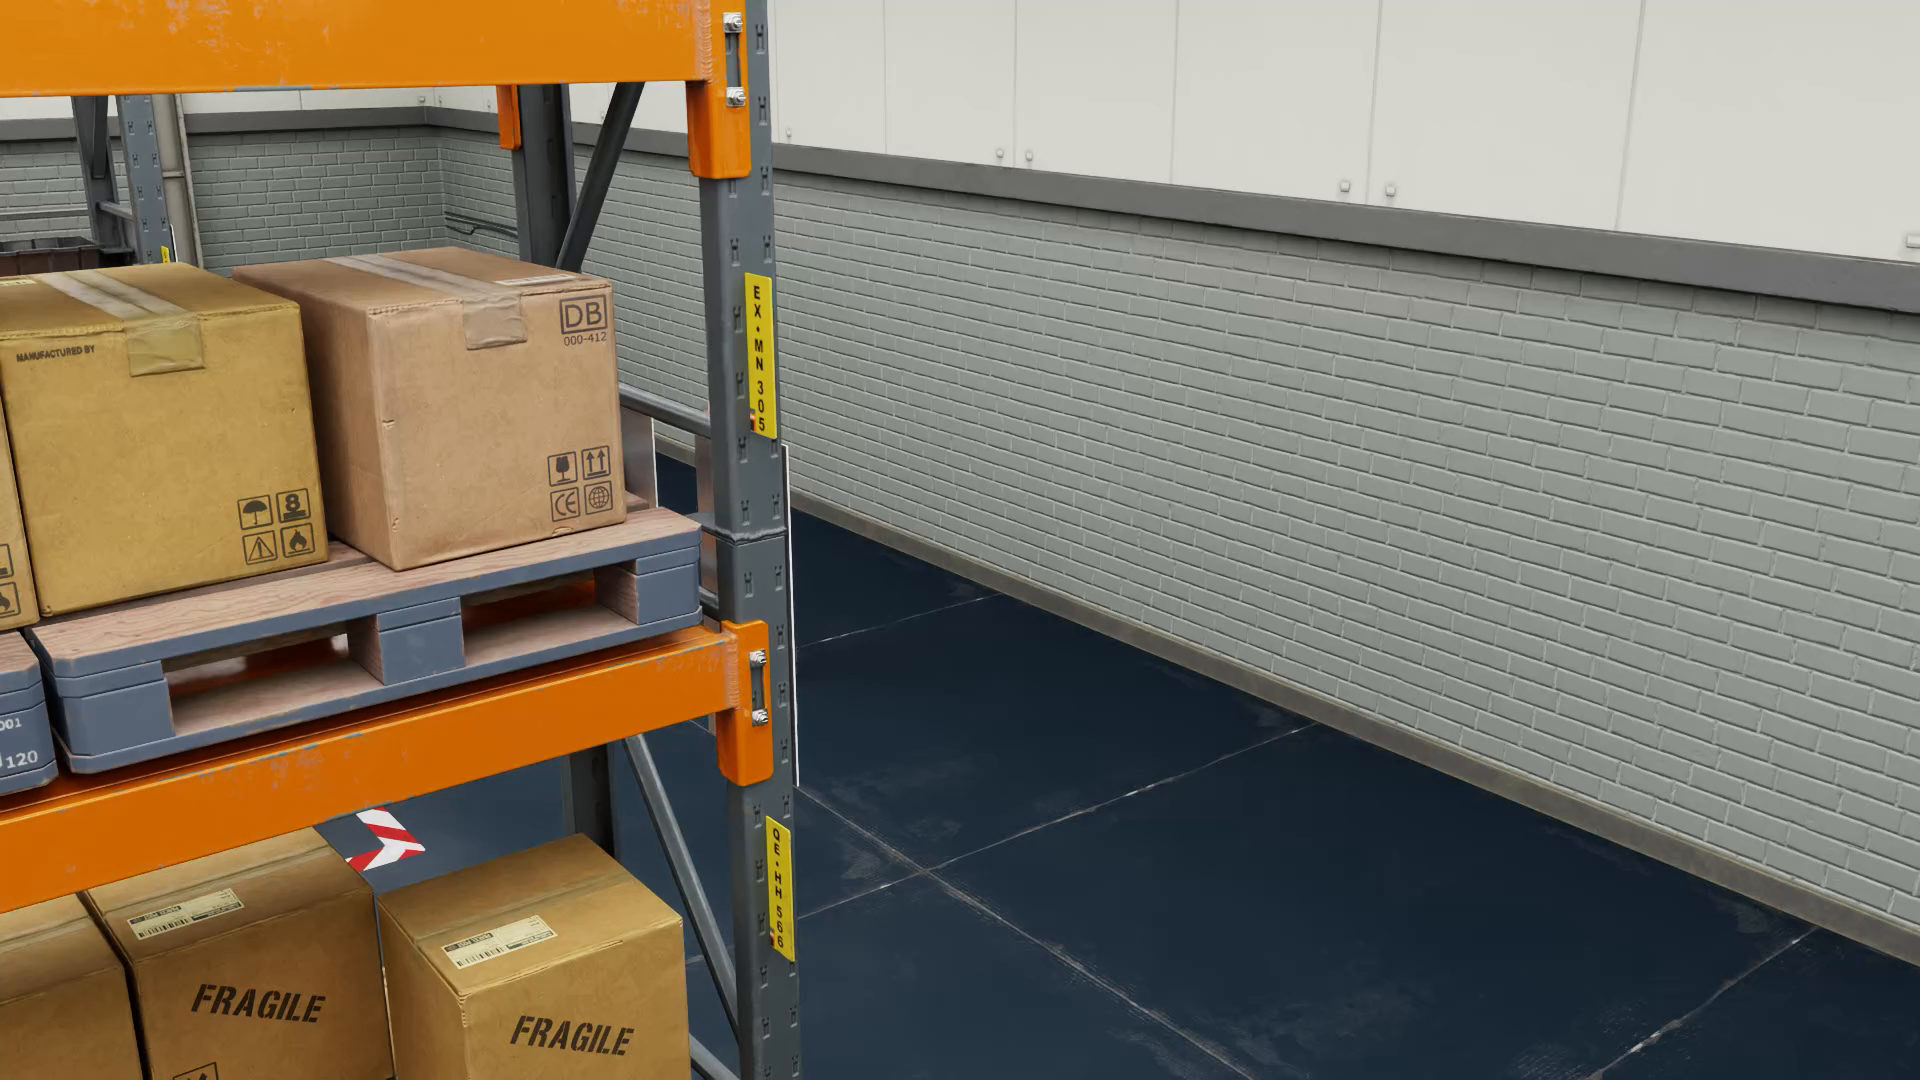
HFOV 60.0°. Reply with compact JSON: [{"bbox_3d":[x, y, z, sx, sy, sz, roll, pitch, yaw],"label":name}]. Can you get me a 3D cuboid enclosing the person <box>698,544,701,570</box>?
[{"bbox_3d":[-1.508,-0.009,10.601,0.428,1.776,0.574,-13,21,-35],"label":"person"}]
